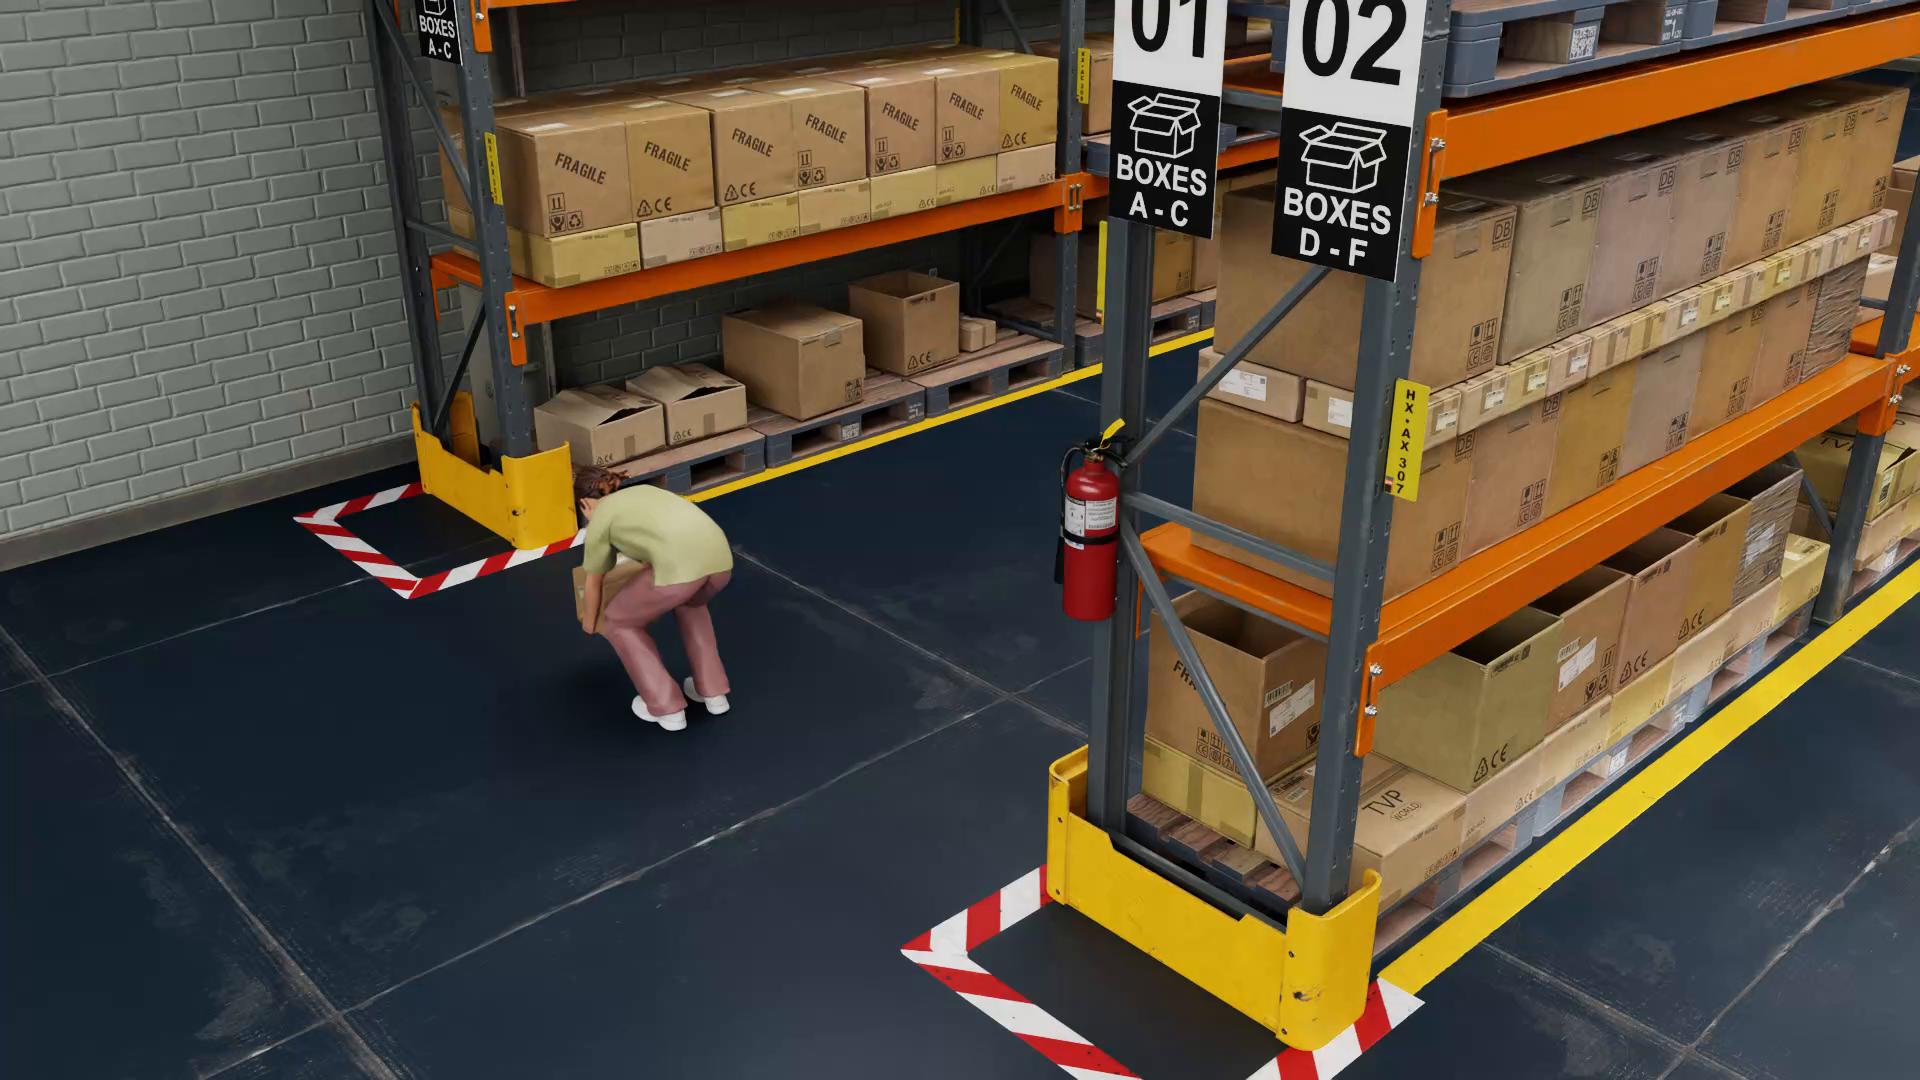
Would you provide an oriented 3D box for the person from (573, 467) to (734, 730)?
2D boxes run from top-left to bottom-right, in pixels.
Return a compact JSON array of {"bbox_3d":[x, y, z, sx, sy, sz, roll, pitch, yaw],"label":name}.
[{"bbox_3d":[-1.292,0.233,6.950,0.868,0.967,0.471,22,33,40],"label":"person"}]
